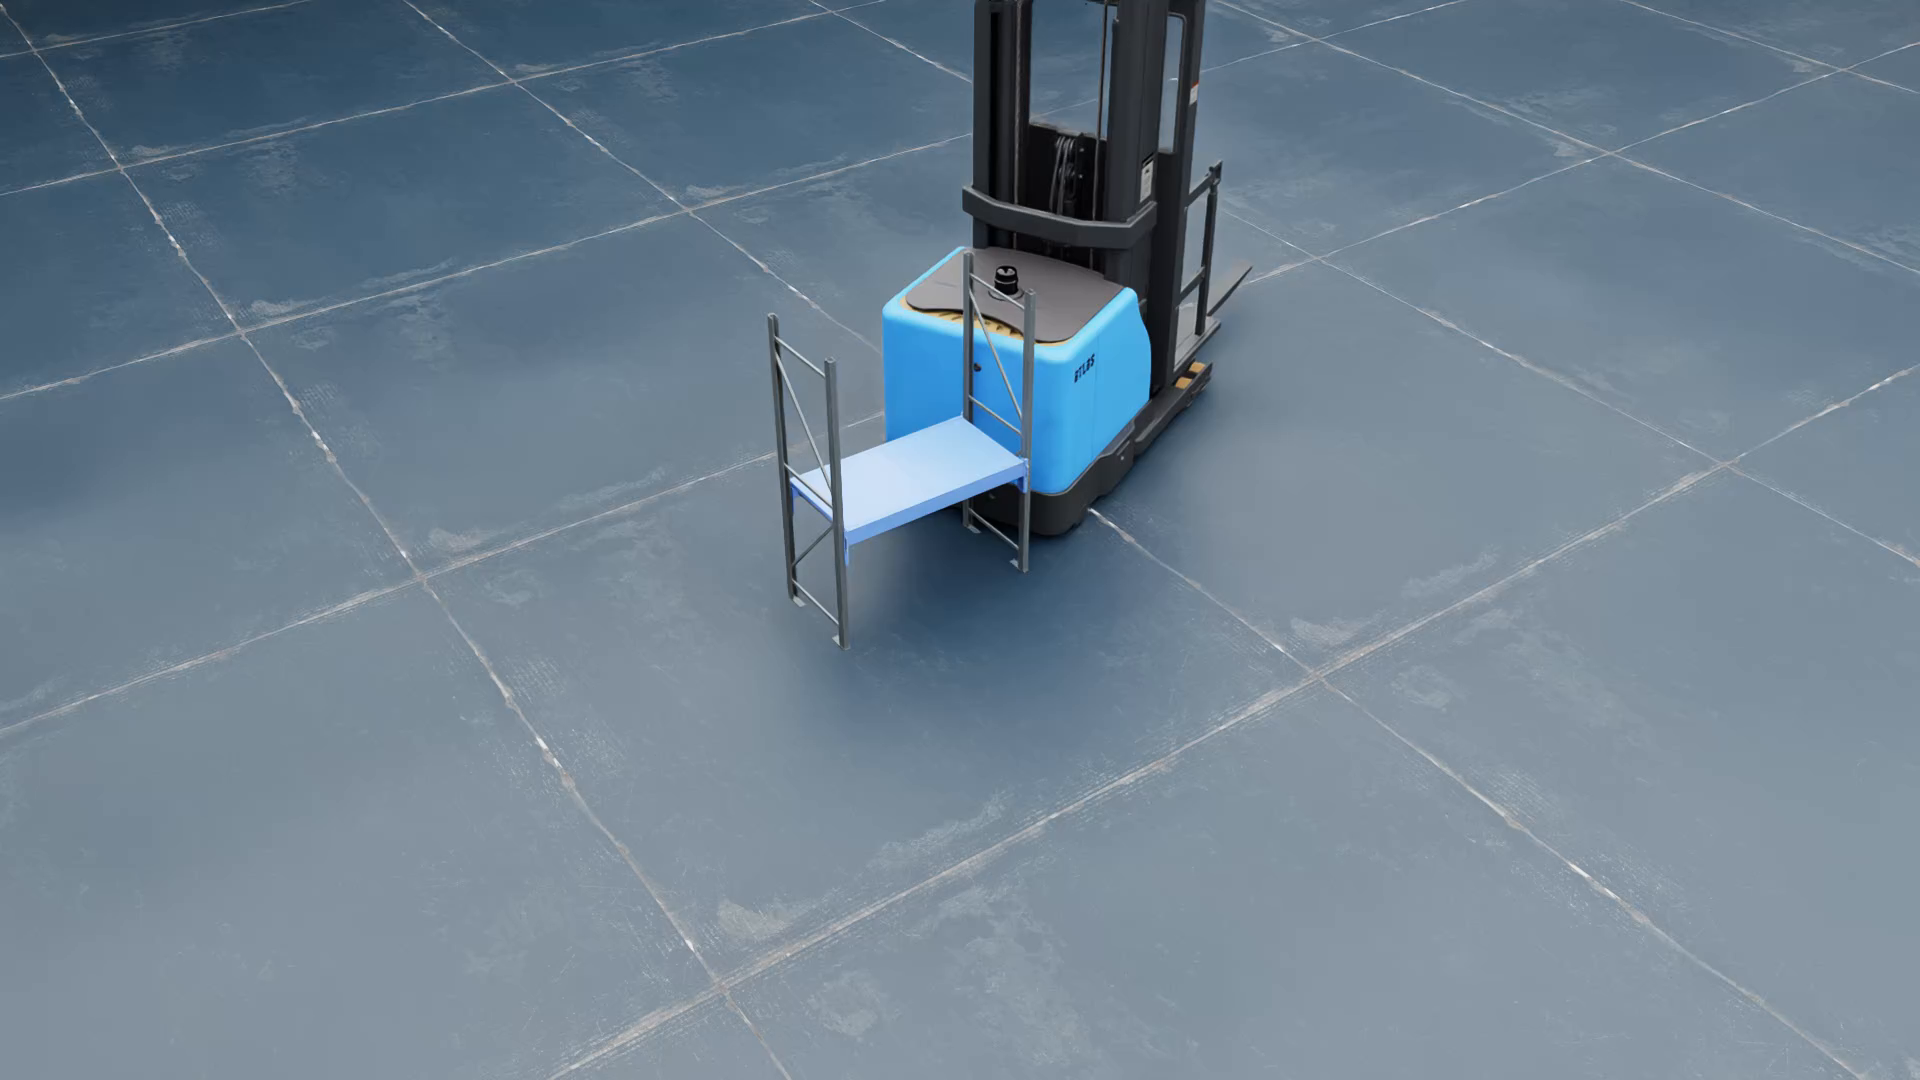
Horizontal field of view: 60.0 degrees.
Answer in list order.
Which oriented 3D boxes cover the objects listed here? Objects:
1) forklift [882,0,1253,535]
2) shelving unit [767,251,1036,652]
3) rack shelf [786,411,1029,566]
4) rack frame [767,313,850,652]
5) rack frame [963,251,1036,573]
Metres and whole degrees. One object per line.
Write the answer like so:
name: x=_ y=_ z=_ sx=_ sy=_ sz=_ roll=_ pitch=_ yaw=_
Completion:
forklift: x=0.771 y=-2.051 z=8.592 sx=1.130 sy=2.935 sz=3.031 roll=18 pitch=40 yaw=24
shelving unit: x=-0.242 y=-0.398 z=7.519 sx=1.048 sy=1.500 sz=0.538 roll=-23 pitch=41 yaw=-28
rack shelf: x=-0.242 y=-0.252 z=7.624 sx=1.000 sy=0.185 sz=0.538 roll=-23 pitch=41 yaw=-28
rack frame: x=-0.656 y=-0.226 z=7.280 sx=0.032 sy=1.500 sz=0.500 roll=-23 pitch=41 yaw=-28
rack frame: x=0.172 y=-0.571 z=7.759 sx=0.032 sy=1.500 sz=0.500 roll=-23 pitch=41 yaw=-28
